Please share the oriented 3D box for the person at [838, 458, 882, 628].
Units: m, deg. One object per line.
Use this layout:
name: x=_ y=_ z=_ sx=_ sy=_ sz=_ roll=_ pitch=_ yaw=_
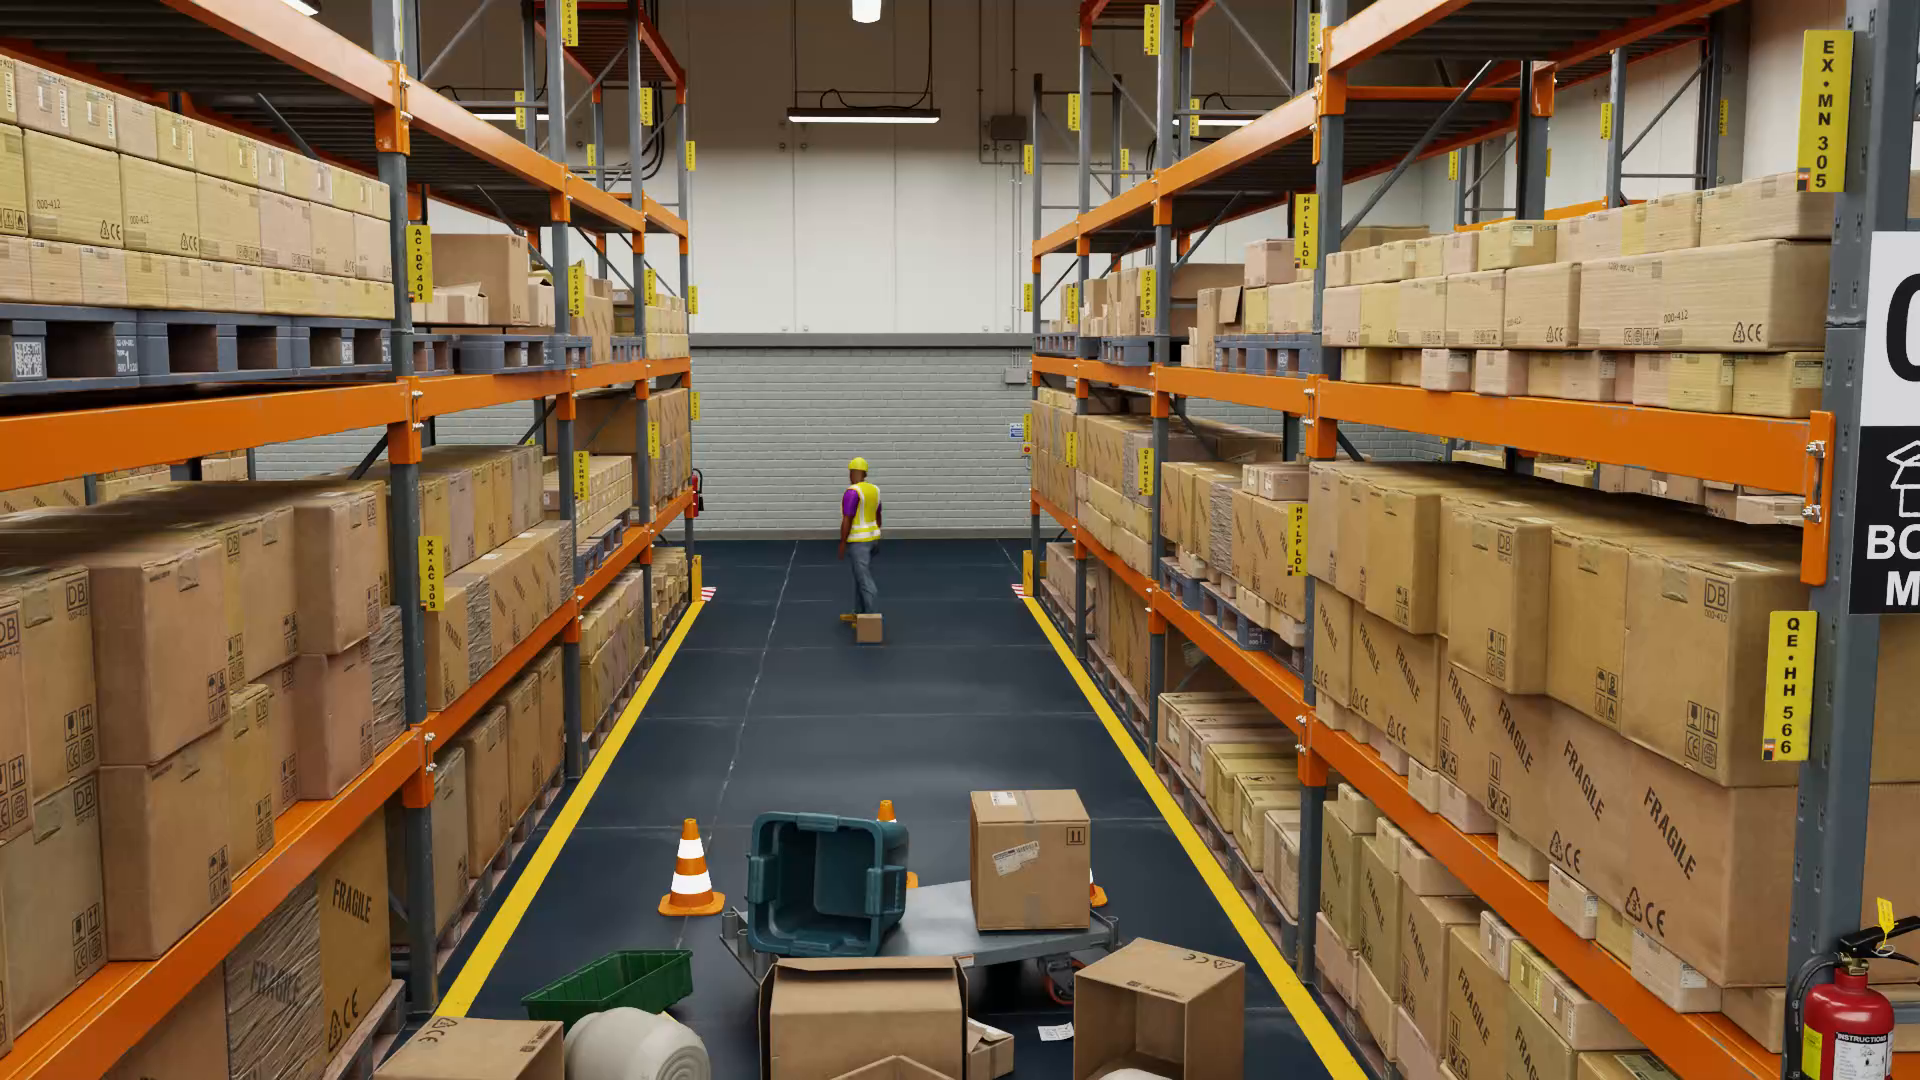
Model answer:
person: x=-1.052 y=0.022 z=17.312 sx=0.607 sy=1.766 sz=0.647 roll=3 pitch=7 yaw=23
